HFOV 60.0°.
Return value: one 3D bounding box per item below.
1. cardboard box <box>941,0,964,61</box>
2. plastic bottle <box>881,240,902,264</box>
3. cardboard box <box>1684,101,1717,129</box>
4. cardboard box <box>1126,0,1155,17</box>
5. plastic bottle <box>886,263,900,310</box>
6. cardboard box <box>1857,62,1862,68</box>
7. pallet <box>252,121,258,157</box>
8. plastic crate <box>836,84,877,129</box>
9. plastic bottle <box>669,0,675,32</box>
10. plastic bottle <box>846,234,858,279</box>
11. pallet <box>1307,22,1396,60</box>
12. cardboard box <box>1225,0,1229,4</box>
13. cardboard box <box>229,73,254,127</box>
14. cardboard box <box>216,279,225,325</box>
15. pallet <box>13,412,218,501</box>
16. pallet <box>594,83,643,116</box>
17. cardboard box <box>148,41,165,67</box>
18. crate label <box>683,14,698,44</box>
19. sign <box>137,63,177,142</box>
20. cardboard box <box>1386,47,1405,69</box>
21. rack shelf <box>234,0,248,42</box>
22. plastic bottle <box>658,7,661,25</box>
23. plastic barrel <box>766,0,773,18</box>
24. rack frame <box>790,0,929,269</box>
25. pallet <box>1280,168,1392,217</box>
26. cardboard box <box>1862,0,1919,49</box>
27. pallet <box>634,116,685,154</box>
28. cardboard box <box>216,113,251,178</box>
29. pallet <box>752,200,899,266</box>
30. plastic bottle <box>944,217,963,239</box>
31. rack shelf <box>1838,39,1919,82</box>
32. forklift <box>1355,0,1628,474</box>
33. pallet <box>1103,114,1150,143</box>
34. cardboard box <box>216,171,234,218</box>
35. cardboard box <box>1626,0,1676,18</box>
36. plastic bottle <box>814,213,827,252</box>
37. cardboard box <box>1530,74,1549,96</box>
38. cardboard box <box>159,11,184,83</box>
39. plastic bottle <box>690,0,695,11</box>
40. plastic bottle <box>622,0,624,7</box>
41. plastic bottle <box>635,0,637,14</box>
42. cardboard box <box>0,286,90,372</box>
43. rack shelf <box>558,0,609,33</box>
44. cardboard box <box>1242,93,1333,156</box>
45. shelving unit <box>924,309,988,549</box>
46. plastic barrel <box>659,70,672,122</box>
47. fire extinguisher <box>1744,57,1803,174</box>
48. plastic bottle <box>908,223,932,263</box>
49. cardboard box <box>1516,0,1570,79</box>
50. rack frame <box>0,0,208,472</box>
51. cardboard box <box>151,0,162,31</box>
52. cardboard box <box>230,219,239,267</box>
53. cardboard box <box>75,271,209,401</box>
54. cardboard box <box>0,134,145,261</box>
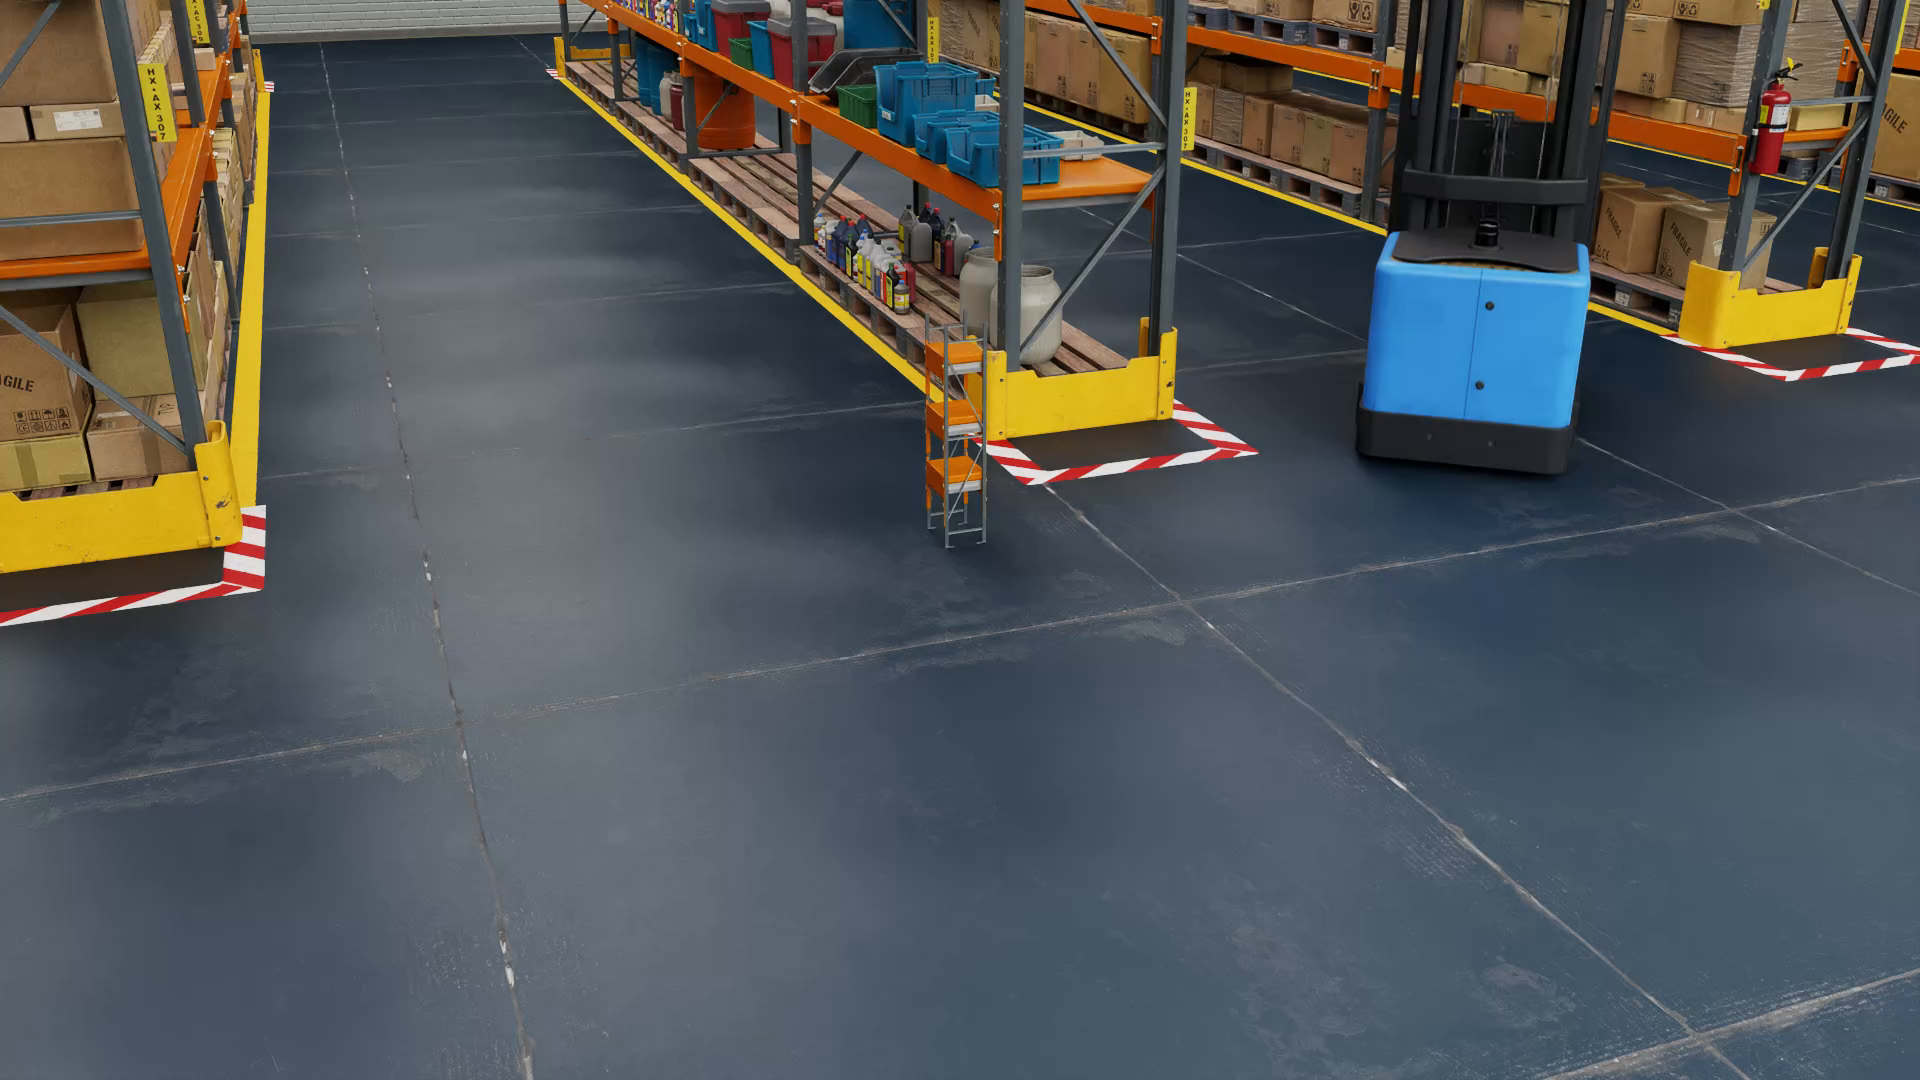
[{"bbox_3d":[0.292,-7.190,23.141,0.875,0.875,0.875,-8,24,-19],"label":"cardboard box"},{"bbox_3d":[-0.481,-1.891,11.316,0.152,0.276,0.135,-8,24,-19],"label":"plastic bottle"},{"bbox_3d":[4.940,-2.764,10.770,0.380,0.149,0.250,-8,24,-19],"label":"cardboard box"},{"bbox_3d":[2.089,-5.812,17.549,0.500,0.500,0.500,-8,24,-17],"label":"cardboard box"},{"bbox_3d":[-0.429,-1.632,10.692,0.061,0.283,0.133,-8,24,-18],"label":"plastic bottle"},{"bbox_3d":[11.600,-6.457,21.403,0.875,0.875,0.875,-9,24,-19],"label":"cardboard box"},{"bbox_3d":[-7.864,-4.141,17.303,1.003,0.211,1.213,-8,24,-19],"label":"pallet"},{"bbox_3d":[-0.509,-2.858,10.942,0.450,0.188,0.662,-8,24,-19],"label":"plastic crate"},{"bbox_3d":[-2.762,-5.060,16.042,0.061,0.283,0.133,-8,24,-19],"label":"plastic bottle"},{"bbox_3d":[-0.742,-1.954,11.455,0.061,0.283,0.133,-7,24,-17],"label":"plastic bottle"},{"bbox_3d":[3.775,-4.376,14.518,1.003,0.211,1.213,-8,24,-19],"label":"pallet"},{"bbox_3d":[3.015,-5.480,16.221,0.700,0.500,0.500,-5,23,-11],"label":"cardboard box"},{"bbox_3d":[-7.744,-4.627,17.518,0.500,0.500,0.500,-8,24,-19],"label":"cardboard box"},{"bbox_3d":[-4.825,-1.414,10.243,0.500,0.250,0.500,-8,24,-19],"label":"cardboard box"},{"bbox_3d":[-4.257,-0.343,8.292,1.003,0.211,1.213,-8,24,-19],"label":"pallet"},{"bbox_3d":[-3.847,-5.371,20.222,1.003,0.211,1.213,-8,24,-19],"label":"pallet"},{"bbox_3d":[-4.706,-2.715,9.366,0.380,0.149,0.250,-8,24,-19],"label":"cardboard box"},{"bbox_3d":[-2.340,-4.659,15.158,0.303,0.233,0.416,-8,24,-19],"label":"crate label"},{"bbox_3d":[-3.426,-1.865,7.097,0.100,0.325,0.005,-8,24,-19],"label":"sign"},{"bbox_3d":[3.703,-3.932,13.541,0.380,0.149,0.250,-8,24,-19],"label":"cardboard box"},{"bbox_3d":[-8.893,-6.111,19.314,1.077,0.370,4.000,-8,24,-19],"label":"rack shelf"},{"bbox_3d":[-2.957,-5.243,16.583,0.097,0.201,0.097,0,23,0],"label":"plastic bottle"},{"bbox_3d":[-1.575,-4.648,14.772,0.421,0.512,0.421,0,23,0],"label":"plastic barrel"},{"bbox_3d":[-0.725,-3.488,12.163,1.000,3.000,0.127,-8,24,-19],"label":"rack frame"},{"bbox_3d":[3.632,-3.165,14.987,1.003,0.211,1.213,-8,24,-19],"label":"pallet"},{"bbox_3d":[8.726,-4.748,14.959,0.875,0.550,0.550,-8,24,-19],"label":"cardboard box"},{"bbox_3d":[-2.883,-4.379,17.869,1.003,0.211,1.213,-8,24,-19],"label":"pallet"},{"bbox_3d":[-6.667,-3.518,14.887,0.500,0.500,0.500,-7,24,-17],"label":"cardboard box"},{"bbox_3d":[-1.039,-2.483,13.369,1.003,0.211,1.213,-8,24,-19],"label":"pallet"},{"bbox_3d":[-0.046,-2.088,11.686,0.144,0.351,0.185,-8,24,-19],"label":"plastic bottle"},{"bbox_3d":[9.291,-3.753,13.718,1.077,0.370,4.000,-8,24,-19],"label":"rack shelf"},{"bbox_3d":[3.006,-2.226,9.256,1.130,2.935,3.031,7,24,17],"label":"forklift"},{"bbox_3d":[2.288,-4.632,18.469,1.003,0.211,1.213,-8,24,-19],"label":"pallet"},{"bbox_3d":[-5.629,-2.549,12.213,0.500,0.311,0.500,-9,25,-21],"label":"cardboard box"},{"bbox_3d":[4.714,-3.705,10.878,0.500,0.500,0.500,-8,24,-19],"label":"cardboard box"},{"bbox_3d":[-1.022,-2.257,12.190,0.097,0.271,0.097,0,23,0],"label":"plastic bottle"},{"bbox_3d":[4.376,-3.304,12.051,0.380,0.149,0.250,-8,24,-19],"label":"cardboard box"},{"bbox_3d":[-6.165,-3.701,12.541,0.500,0.500,0.500,-10,25,-22],"label":"cardboard box"},{"bbox_3d":[-2.865,-5.848,17.927,0.097,0.271,0.097,0,23,0],"label":"plastic bottle"},{"bbox_3d":[-3.681,-6.020,18.337,0.097,0.271,0.097,0,23,0],"label":"plastic bottle"},{"bbox_3d":[-3.402,-5.700,17.668,0.097,0.201,0.097,0,23,0],"label":"plastic bottle"},{"bbox_3d":[-4.782,-1.143,8.635,0.500,0.500,0.500,-8,24,-19],"label":"cardboard box"},{"bbox_3d":[-4.258,-6.790,20.923,1.077,0.370,4.000,-8,24,-19],"label":"rack shelf"},{"bbox_3d":[3.166,-4.026,16.092,0.700,0.500,0.500,-6,24,-15],"label":"cardboard box"},{"bbox_3d":[-0.019,-0.503,7.592,0.215,1.050,0.252,-8,24,-19],"label":"shelving unit"},{"bbox_3d":[-3.009,-4.767,17.860,0.421,0.512,0.421,0,23,0],"label":"plastic barrel"},{"bbox_3d":[4.931,-2.573,10.093,0.296,0.674,0.183,-8,24,-19],"label":"fire extinguisher"},{"bbox_3d":[-0.290,-2.142,11.909,0.152,0.276,0.135,-8,24,-19],"label":"plastic bottle"},{"bbox_3d":[4.562,-3.637,12.004,0.875,0.500,0.500,-8,24,-19],"label":"cardboard box"},{"bbox_3d":[-3.947,-1.356,7.105,1.000,3.000,0.127,-8,24,-19],"label":"rack frame"},{"bbox_3d":[-5.198,-3.293,9.902,0.700,0.500,0.500,-8,24,-19],"label":"cardboard box"},{"bbox_3d":[-5.450,-2.102,11.875,0.500,0.250,0.500,-8,24,-18],"label":"cardboard box"},{"bbox_3d":[-4.107,-1.035,8.377,0.500,0.500,0.500,-8,24,-19],"label":"cardboard box"},{"bbox_3d":[-4.100,-1.573,7.492,0.700,0.500,0.500,-8,24,-19],"label":"cardboard box"}]
